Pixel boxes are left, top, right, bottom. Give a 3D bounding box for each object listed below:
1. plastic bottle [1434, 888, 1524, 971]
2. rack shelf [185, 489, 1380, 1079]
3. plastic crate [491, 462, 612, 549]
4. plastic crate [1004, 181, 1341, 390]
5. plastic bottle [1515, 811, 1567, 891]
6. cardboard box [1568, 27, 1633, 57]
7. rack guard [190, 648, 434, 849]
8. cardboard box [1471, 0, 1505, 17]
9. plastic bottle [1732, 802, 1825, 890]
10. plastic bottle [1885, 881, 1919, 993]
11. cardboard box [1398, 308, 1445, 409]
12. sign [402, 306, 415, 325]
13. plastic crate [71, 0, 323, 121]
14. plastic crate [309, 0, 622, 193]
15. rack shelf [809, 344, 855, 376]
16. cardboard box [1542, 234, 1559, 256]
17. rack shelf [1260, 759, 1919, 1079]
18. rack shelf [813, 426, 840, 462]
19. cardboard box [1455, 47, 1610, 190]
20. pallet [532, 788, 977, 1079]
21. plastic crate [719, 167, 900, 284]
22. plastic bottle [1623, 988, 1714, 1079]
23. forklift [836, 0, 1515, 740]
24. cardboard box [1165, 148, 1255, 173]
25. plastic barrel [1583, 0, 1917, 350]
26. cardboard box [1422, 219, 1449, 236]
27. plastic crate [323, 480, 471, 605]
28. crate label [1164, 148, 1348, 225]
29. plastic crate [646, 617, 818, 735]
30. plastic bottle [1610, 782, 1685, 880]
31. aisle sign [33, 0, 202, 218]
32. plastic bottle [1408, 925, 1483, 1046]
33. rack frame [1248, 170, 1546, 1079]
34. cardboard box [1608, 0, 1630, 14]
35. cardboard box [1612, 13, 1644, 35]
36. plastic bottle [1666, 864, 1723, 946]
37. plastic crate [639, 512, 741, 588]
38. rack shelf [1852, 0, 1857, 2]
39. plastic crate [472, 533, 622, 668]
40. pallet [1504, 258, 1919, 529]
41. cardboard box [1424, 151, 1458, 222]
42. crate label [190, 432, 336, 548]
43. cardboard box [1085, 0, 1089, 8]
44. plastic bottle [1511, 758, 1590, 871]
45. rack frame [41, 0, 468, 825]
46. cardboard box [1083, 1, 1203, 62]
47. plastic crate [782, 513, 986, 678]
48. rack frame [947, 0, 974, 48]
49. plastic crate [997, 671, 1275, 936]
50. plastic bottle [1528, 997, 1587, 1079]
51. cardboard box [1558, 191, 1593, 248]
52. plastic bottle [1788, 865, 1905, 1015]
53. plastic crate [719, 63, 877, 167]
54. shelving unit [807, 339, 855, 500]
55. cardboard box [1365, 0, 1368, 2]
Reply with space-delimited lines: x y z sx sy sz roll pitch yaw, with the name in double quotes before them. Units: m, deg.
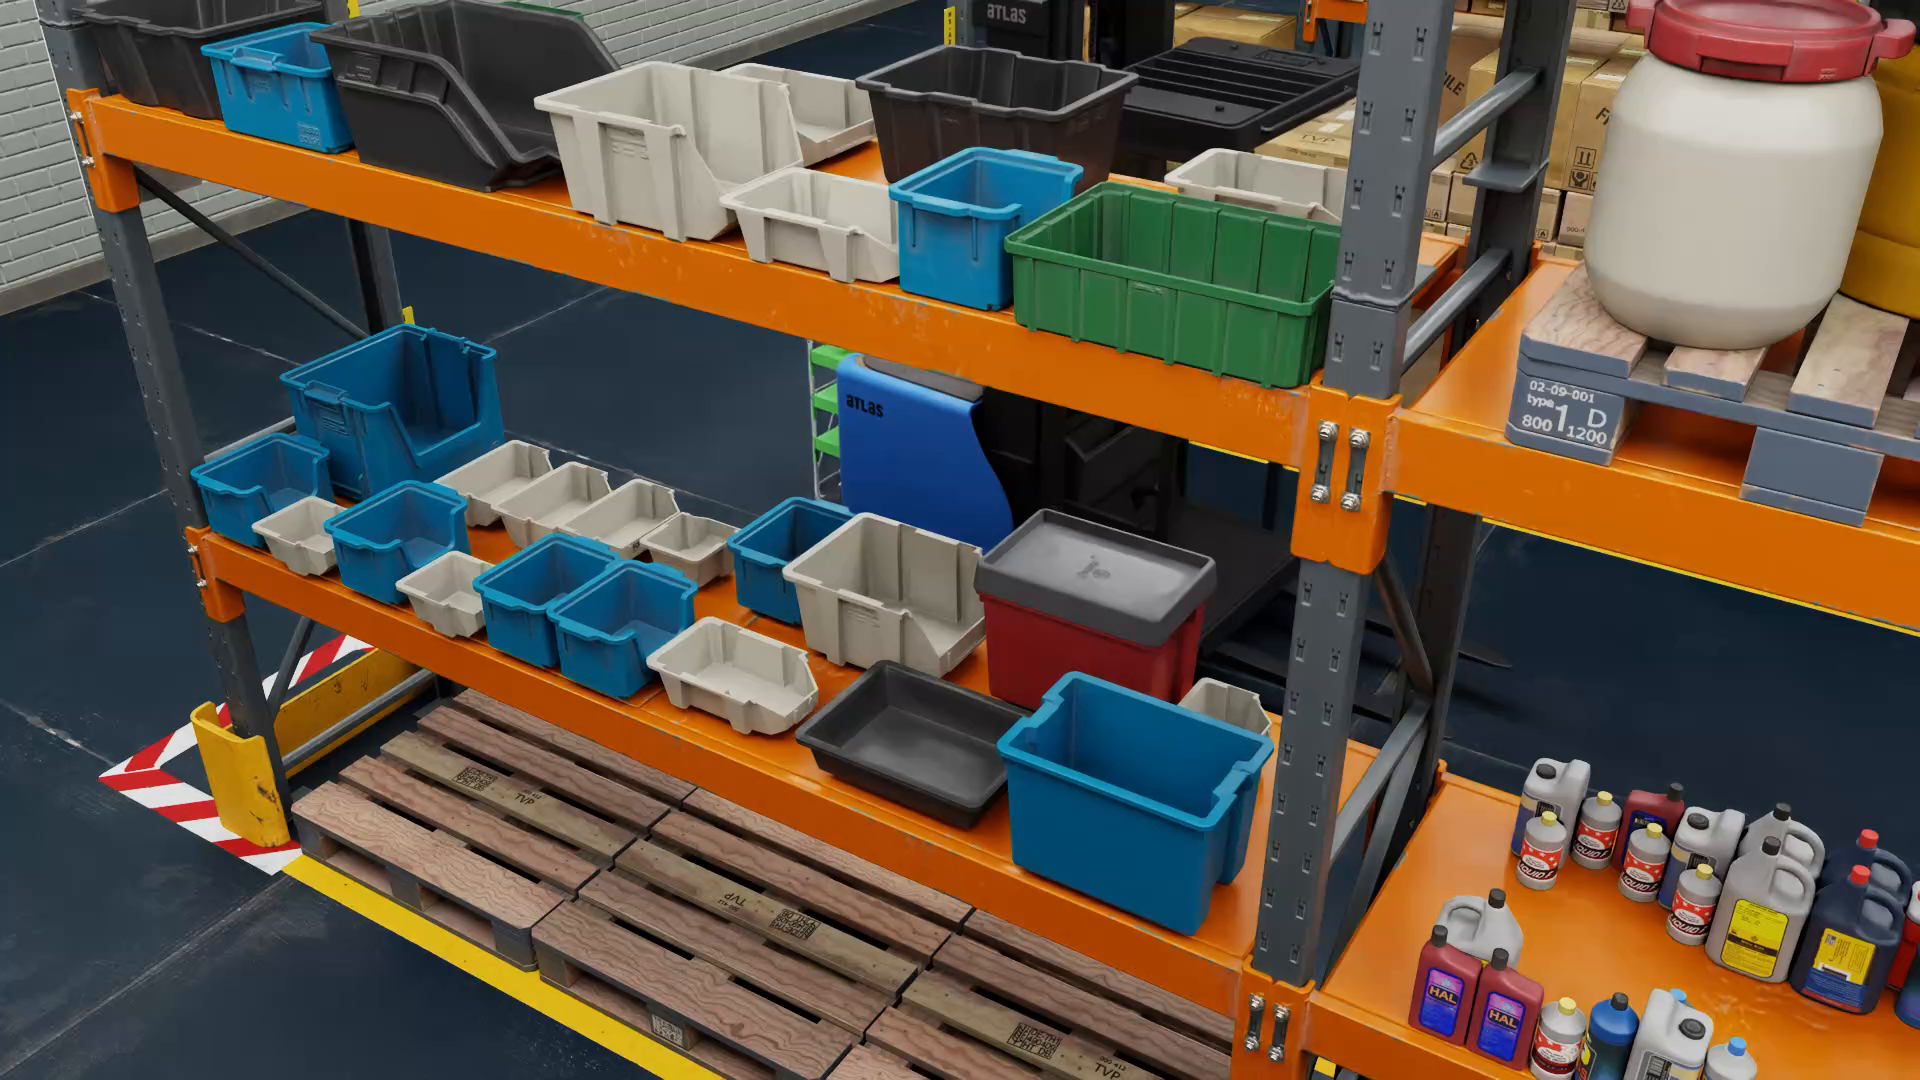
"plastic bottle" 1.160 0.920 3.745 0.185 0.351 0.144 18 35 27
"rack shelf" -0.694 0.431 5.249 4.000 0.370 1.077 18 35 27
"plastic crate" -1.363 -0.103 5.652 0.243 0.136 0.396 18 35 27
"plastic crate" 0.480 -0.533 3.420 0.662 0.188 0.450 18 35 27
"plastic bottle" 1.455 0.767 4.155 0.097 0.201 0.097 0 30 0
"cardboard box" 2.950 -2.219 8.186 0.500 0.500 0.500 18 35 27
"rack guard" -2.415 0.663 6.618 0.348 0.500 1.175 18 35 27
"cardboard box" 4.014 -4.045 12.456 0.250 0.149 0.380 17 34 27
"plastic bottle" 1.952 0.784 3.979 0.185 0.351 0.144 18 35 27
"plastic bottle" 2.242 0.910 3.837 0.135 0.276 0.152 18 35 27
"cardboard box" 2.354 -1.174 8.977 0.875 0.875 0.875 18 35 27
"sign" -2.109 -0.726 6.355 0.005 0.325 0.100 18 35 27
"plastic crate" -2.210 -1.433 4.883 0.590 0.269 0.497 18 35 27
"plastic crate" -1.240 -1.158 4.343 0.767 0.338 0.504 18 35 27
"rack shelf" -0.477 -0.855 8.175 0.480 0.148 0.258 21 36 31
"cardboard box" 2.765 -1.429 7.973 0.250 0.149 0.380 17 34 27
"rack shelf" 2.694 1.502 3.412 4.000 0.370 1.077 18 35 27
"rack shelf" -0.477 -0.440 8.417 0.480 0.148 0.258 21 36 31
"cardboard box" 2.679 -1.991 7.795 0.500 0.500 0.500 18 35 28
"pallet" -0.681 1.353 5.721 1.213 0.211 1.003 18 35 27
"plastic crate" -0.280 -0.704 3.766 0.466 0.136 0.293 18 35 27
"plastic bottle" 1.499 1.094 3.521 0.135 0.276 0.152 18 35 27
"forklift" 0.907 -0.890 6.867 3.031 2.935 1.130 21 36 31
"cardboard box" 1.376 -2.077 8.687 0.500 0.250 0.500 16 34 26
"plastic barrel" 1.312 -0.632 2.828 0.433 0.535 0.433 0 30 0
"cardboard box" 2.329 -1.567 8.209 0.250 0.149 0.380 18 35 28
"plastic crate" -1.796 0.013 5.357 0.300 0.233 0.416 18 35 27
"crate label" 0.739 -0.781 3.896 0.466 0.136 0.293 18 35 27
"plastic crate" -0.635 0.405 4.780 0.466 0.136 0.293 18 35 27
"plastic bottle" 1.726 0.716 4.161 0.133 0.283 0.061 18 35 27
"aisle sign" -2.607 -1.431 5.147 0.004 0.787 0.394 18 35 27
"plastic bottle" 1.084 0.986 3.698 0.133 0.283 0.061 18 35 27
"rack frame" 1.000 0.656 4.149 0.127 3.000 1.000 18 35 27
"cardboard box" 4.936 -4.002 11.739 0.500 0.500 0.500 17 34 27
"cardboard box" 4.880 -3.766 11.979 0.250 0.149 0.380 17 34 27
"plastic bottle" 1.764 0.865 3.987 0.097 0.201 0.097 0 30 0
"plastic crate" -0.854 0.033 5.419 0.250 0.136 0.298 18 35 27
"rack shelf" 5.327 -1.907 6.280 4.000 0.370 1.077 18 35 27
"plastic crate" -1.239 0.190 5.054 0.300 0.233 0.416 18 35 27
"pallet" 1.716 -0.390 3.153 1.003 0.211 1.213 18 35 27
"cardboard box" 2.248 -1.802 8.217 0.500 0.250 0.500 18 35 28
"crate label" -2.354 -0.163 5.659 0.303 0.233 0.416 18 35 27
"cardboard box" 0.797 -2.899 9.352 0.500 0.500 0.500 18 35 28
"plastic bottle" 1.506 0.677 4.236 0.135 0.276 0.152 18 35 27
"rack frame" -2.388 -0.416 5.986 0.127 3.000 1.000 18 35 27
"cardboard box" 0.932 -2.540 8.736 0.500 0.500 0.500 17 34 26
"plastic crate" -0.196 0.193 5.000 0.530 0.282 0.437 18 35 27
"rack frame" 0.245 -2.530 9.610 0.127 3.000 1.000 18 35 27
"plastic crate" 0.423 0.657 4.103 0.575 0.384 0.392 18 35 27
"plastic bottle" 1.304 1.081 3.618 0.097 0.201 0.097 0 30 0
"cardboard box" 3.119 -1.528 7.746 0.500 0.250 0.500 17 34 26
"plastic bottle" 2.032 0.895 3.789 0.185 0.351 0.144 18 35 27
"plastic crate" -0.506 -1.150 4.529 0.530 0.136 0.437 18 35 27
"shelving unit" -0.477 -0.702 8.263 0.503 1.200 0.258 21 36 31
"cardboard box" 3.305 -4.234 12.780 0.250 0.149 0.380 19 35 29
